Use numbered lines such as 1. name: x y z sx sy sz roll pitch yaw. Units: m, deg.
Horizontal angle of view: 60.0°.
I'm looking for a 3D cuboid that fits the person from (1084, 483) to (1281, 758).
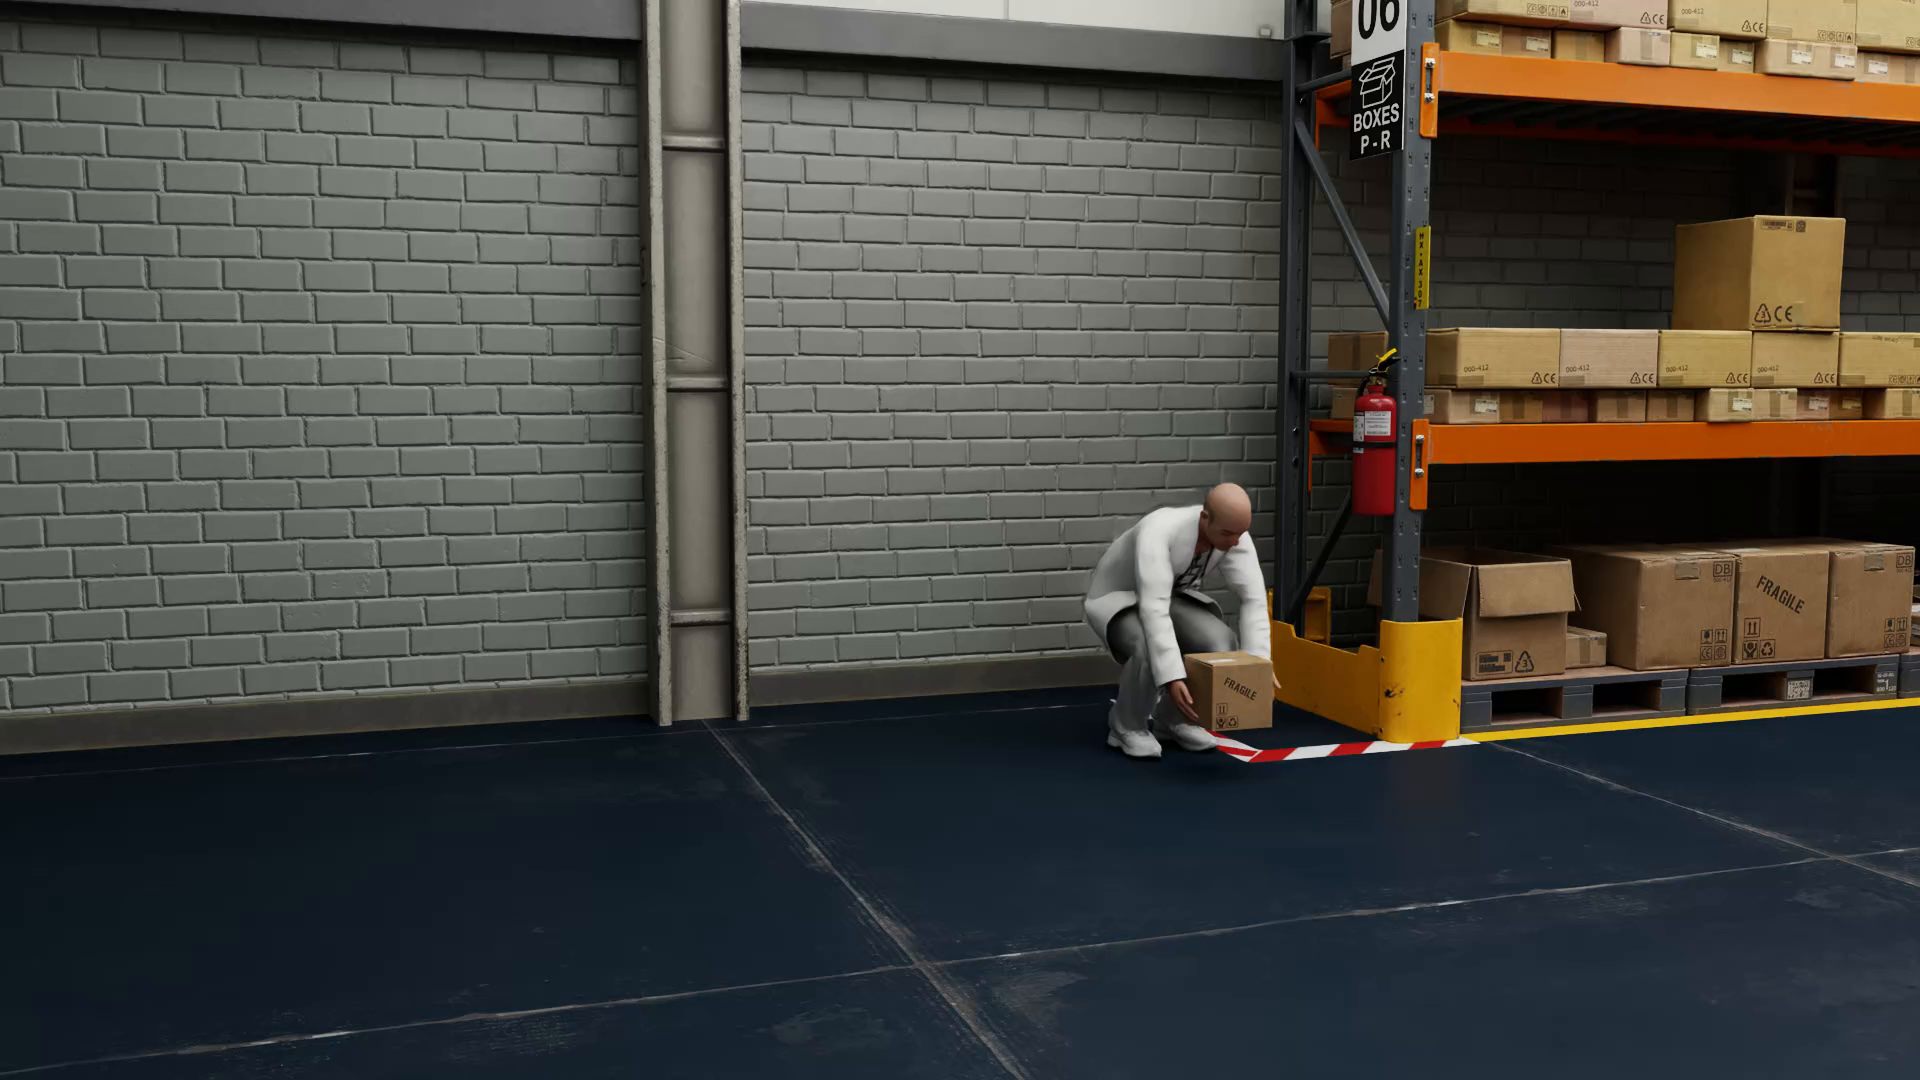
1. person: 0.859 0.306 6.617 0.611 1.101 0.871 -3 6 -25
